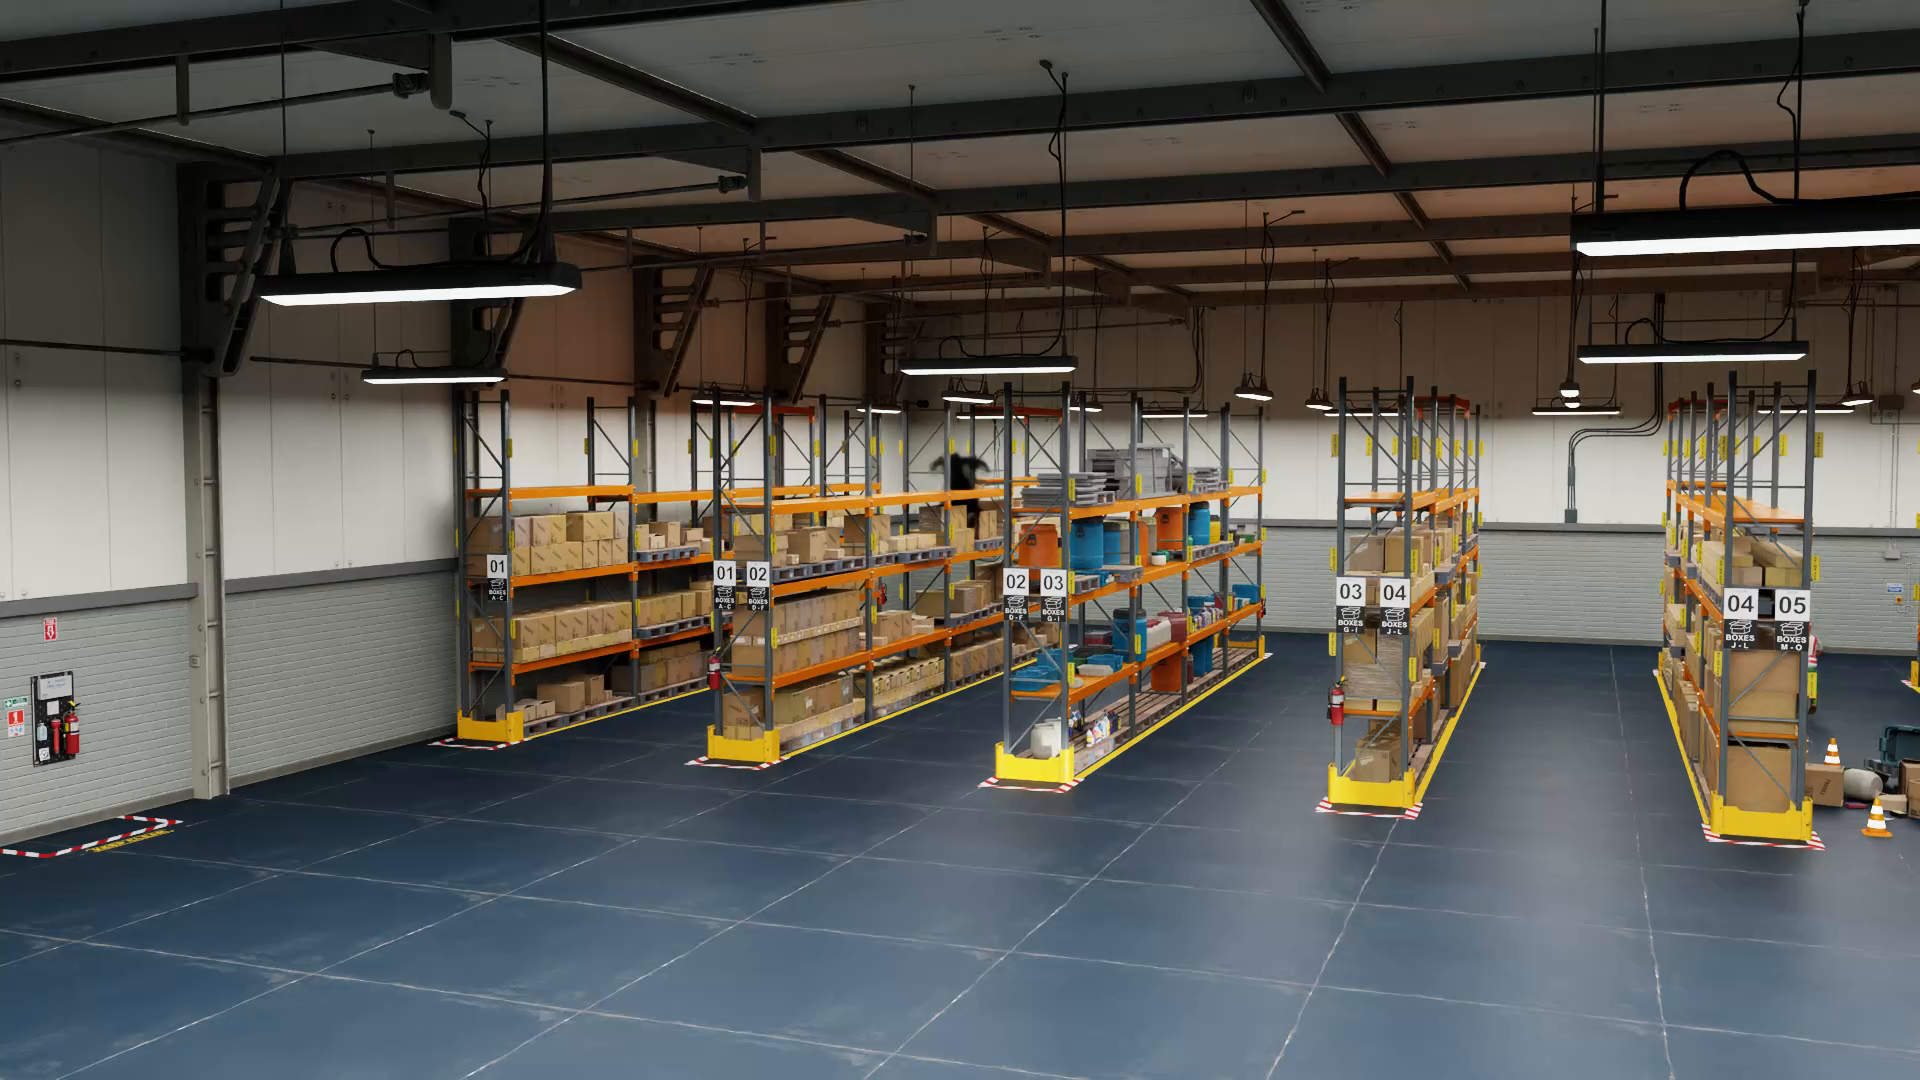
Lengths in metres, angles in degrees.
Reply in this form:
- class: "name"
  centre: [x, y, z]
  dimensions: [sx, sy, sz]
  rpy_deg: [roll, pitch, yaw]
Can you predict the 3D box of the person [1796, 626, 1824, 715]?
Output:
- class: "person"
  centre: [15.776, 2.377, 31.024]
  dimensions: [0.643, 1.750, 1.088]
  rpy_deg: [1, 3, 15]
